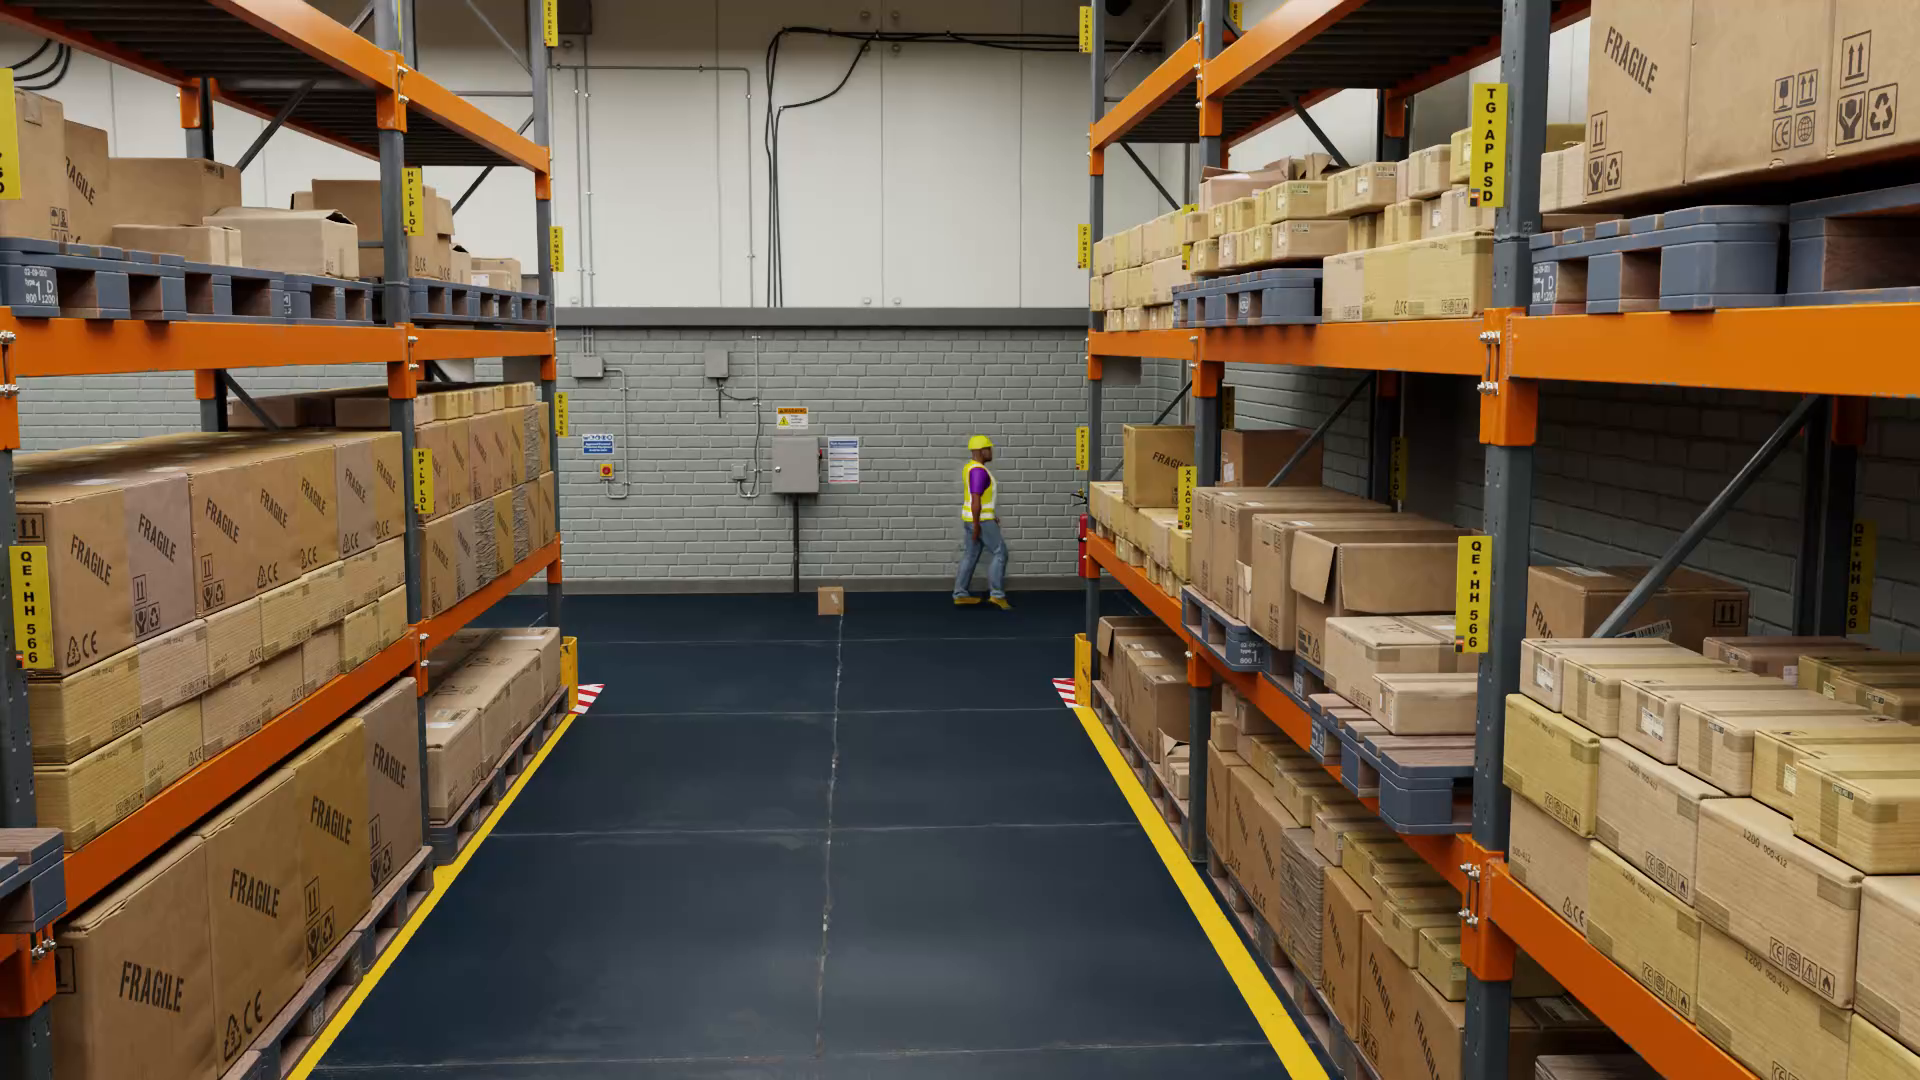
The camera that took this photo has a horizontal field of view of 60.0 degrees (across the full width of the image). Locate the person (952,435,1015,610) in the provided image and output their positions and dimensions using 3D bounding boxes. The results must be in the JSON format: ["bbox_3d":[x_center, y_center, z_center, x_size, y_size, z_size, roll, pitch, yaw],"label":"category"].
[{"bbox_3d":[0.233,-0.163,17.114,0.628,1.825,0.582,-2,7,-13],"label":"person"}]
